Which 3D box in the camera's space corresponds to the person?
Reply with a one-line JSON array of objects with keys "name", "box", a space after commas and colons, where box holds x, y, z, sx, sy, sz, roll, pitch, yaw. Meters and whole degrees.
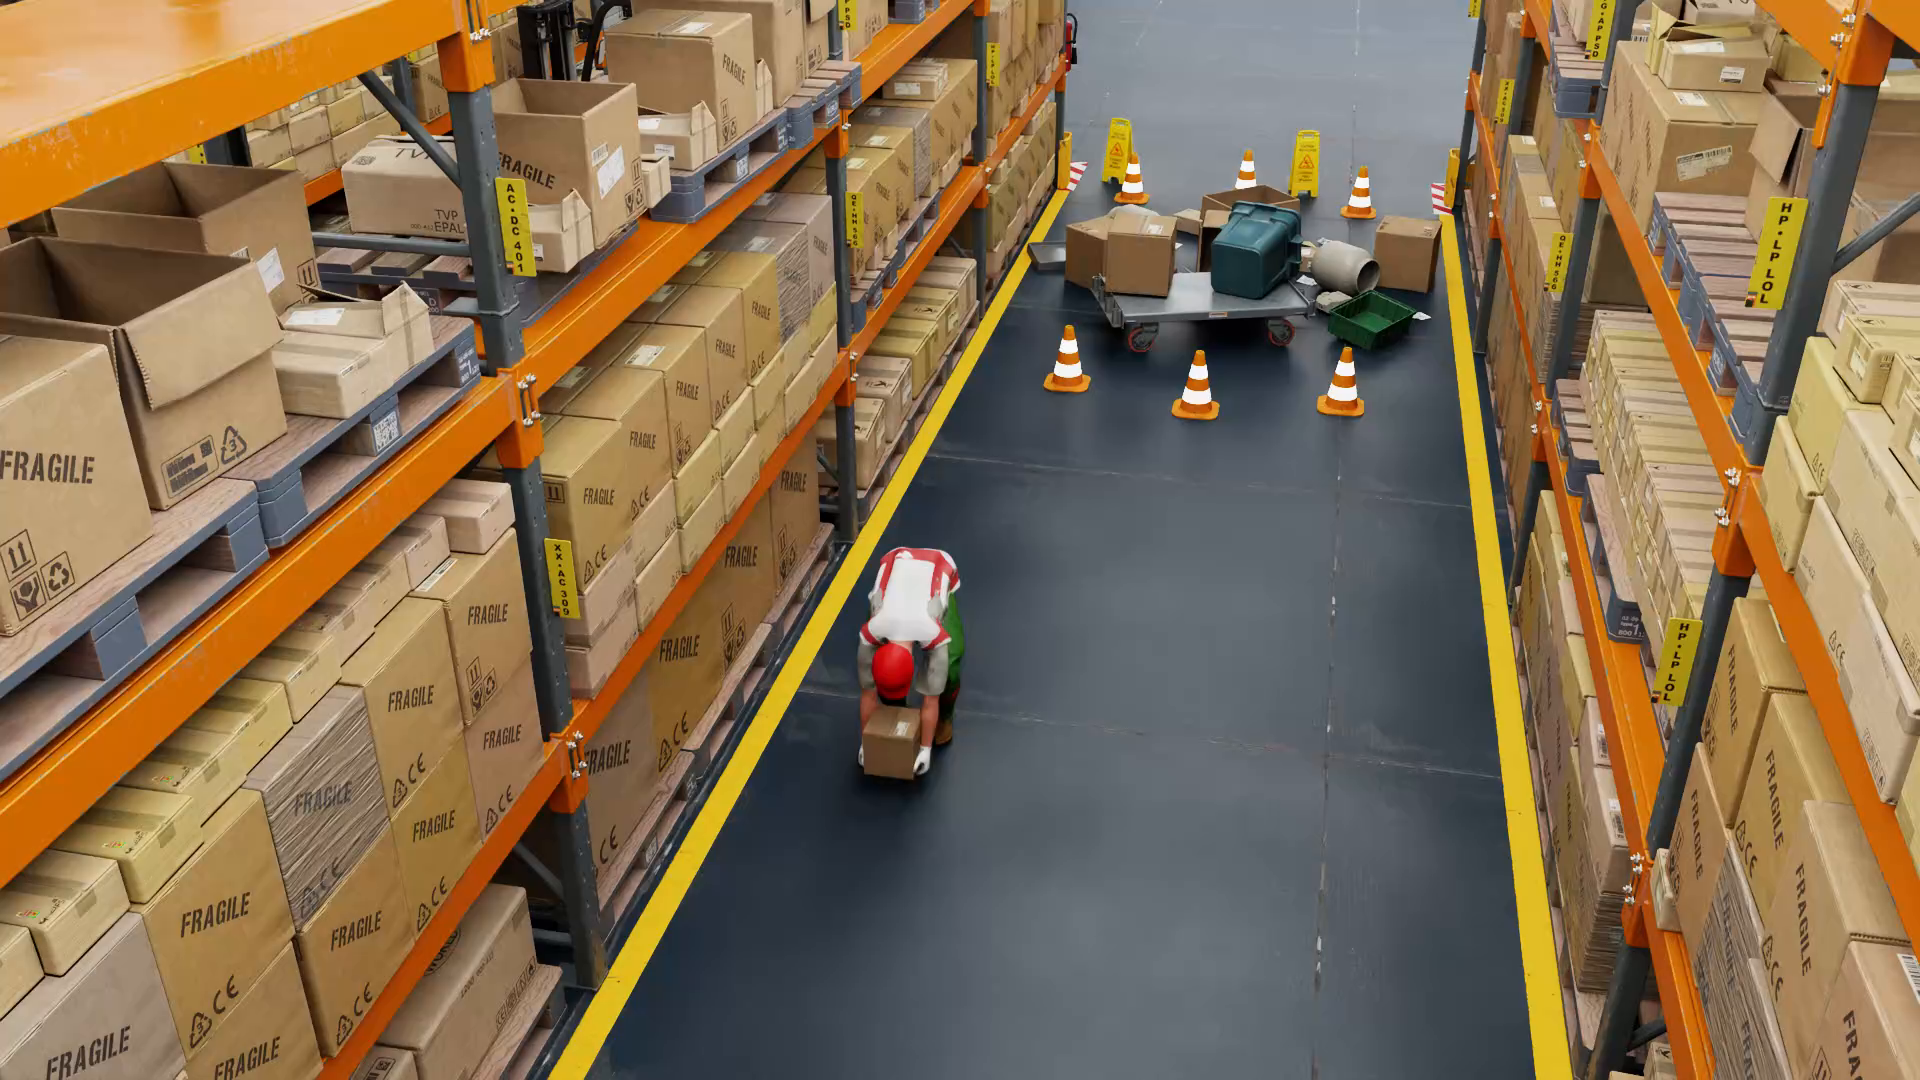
[{"name": "person", "box": [-0.248, 0.622, 8.263, 0.522, 1.010, 0.951, 4, 29, 8]}]
